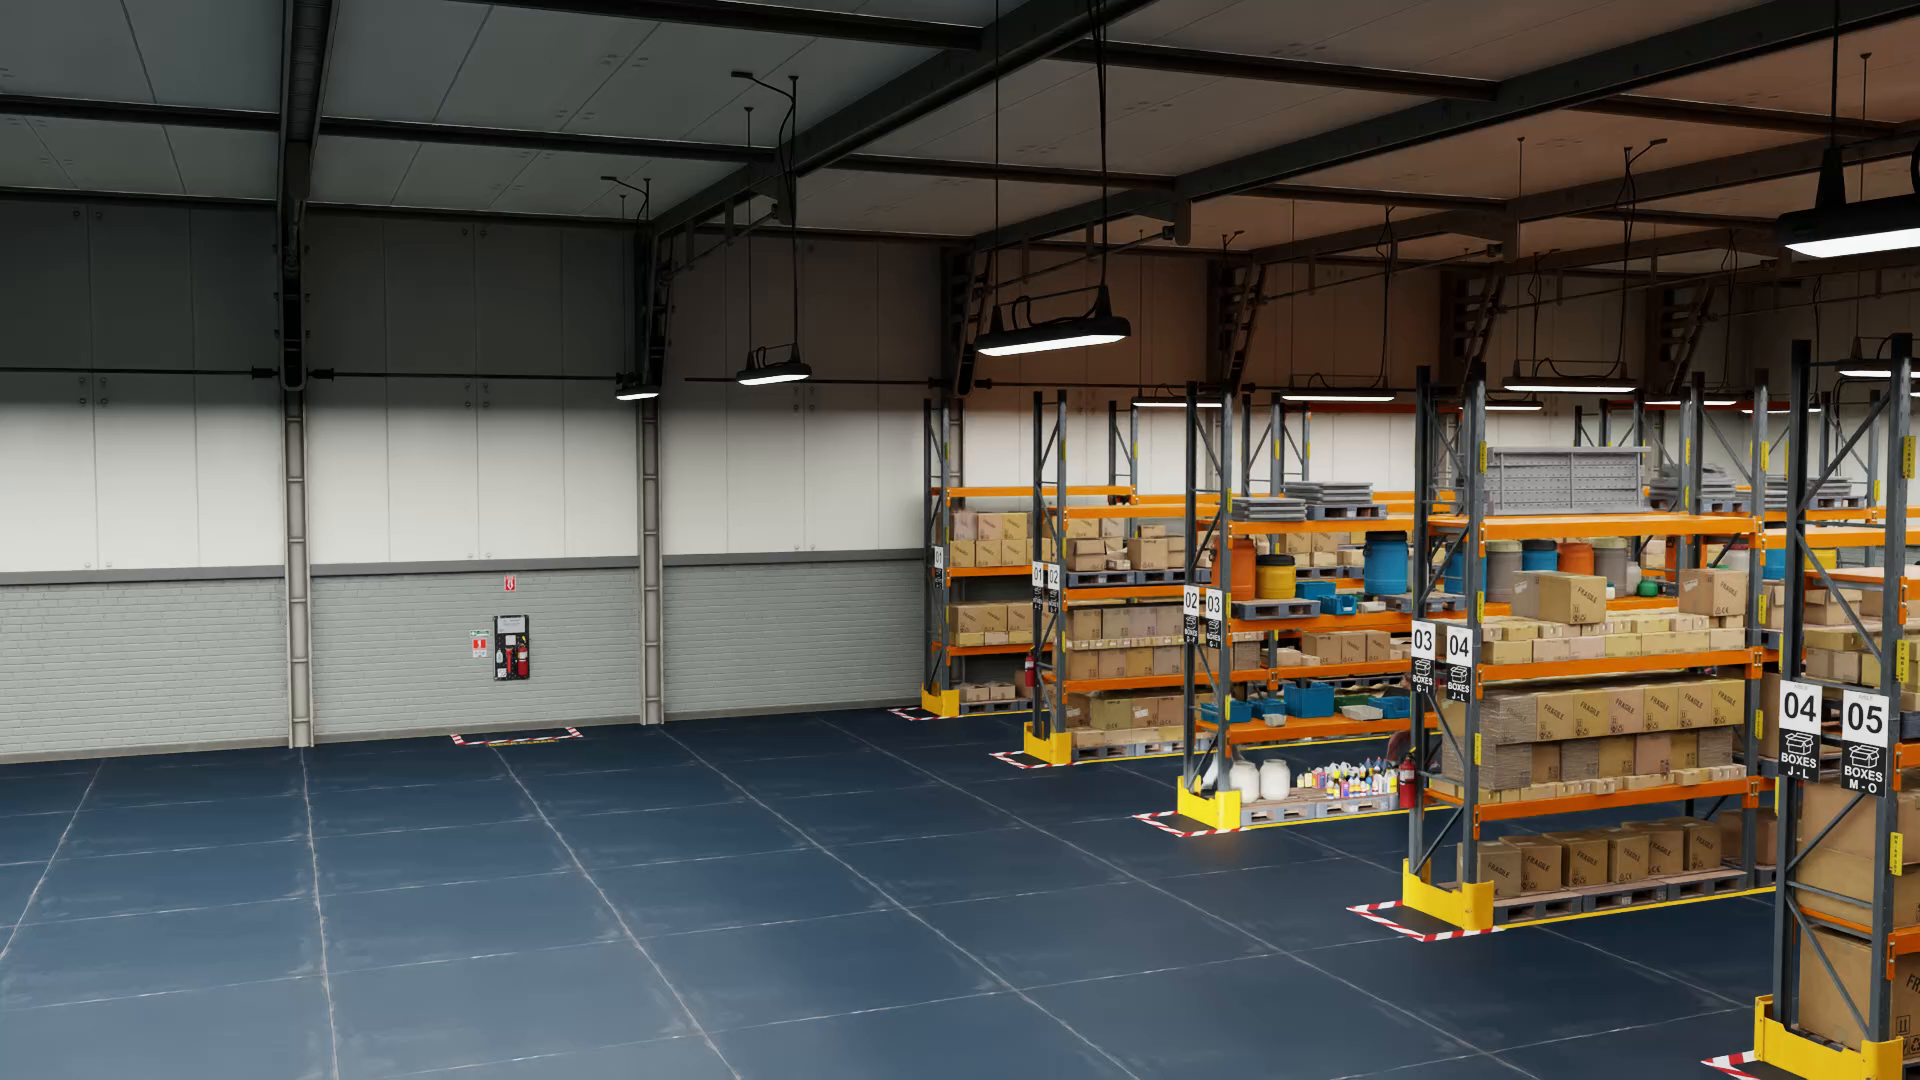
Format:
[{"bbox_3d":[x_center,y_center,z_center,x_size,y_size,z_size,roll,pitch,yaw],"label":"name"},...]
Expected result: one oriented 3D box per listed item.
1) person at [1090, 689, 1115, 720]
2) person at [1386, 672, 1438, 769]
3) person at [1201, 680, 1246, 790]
[{"bbox_3d":[2.590,2.503,30.084,1.067,1.709,0.566,-3,4,-38],"label":"person"},{"bbox_3d":[6.890,2.833,25.648,1.025,1.621,0.513,0,3,-1],"label":"person"},{"bbox_3d":[3.921,2.879,24.734,1.060,1.604,0.531,-1,4,-20],"label":"person"}]
